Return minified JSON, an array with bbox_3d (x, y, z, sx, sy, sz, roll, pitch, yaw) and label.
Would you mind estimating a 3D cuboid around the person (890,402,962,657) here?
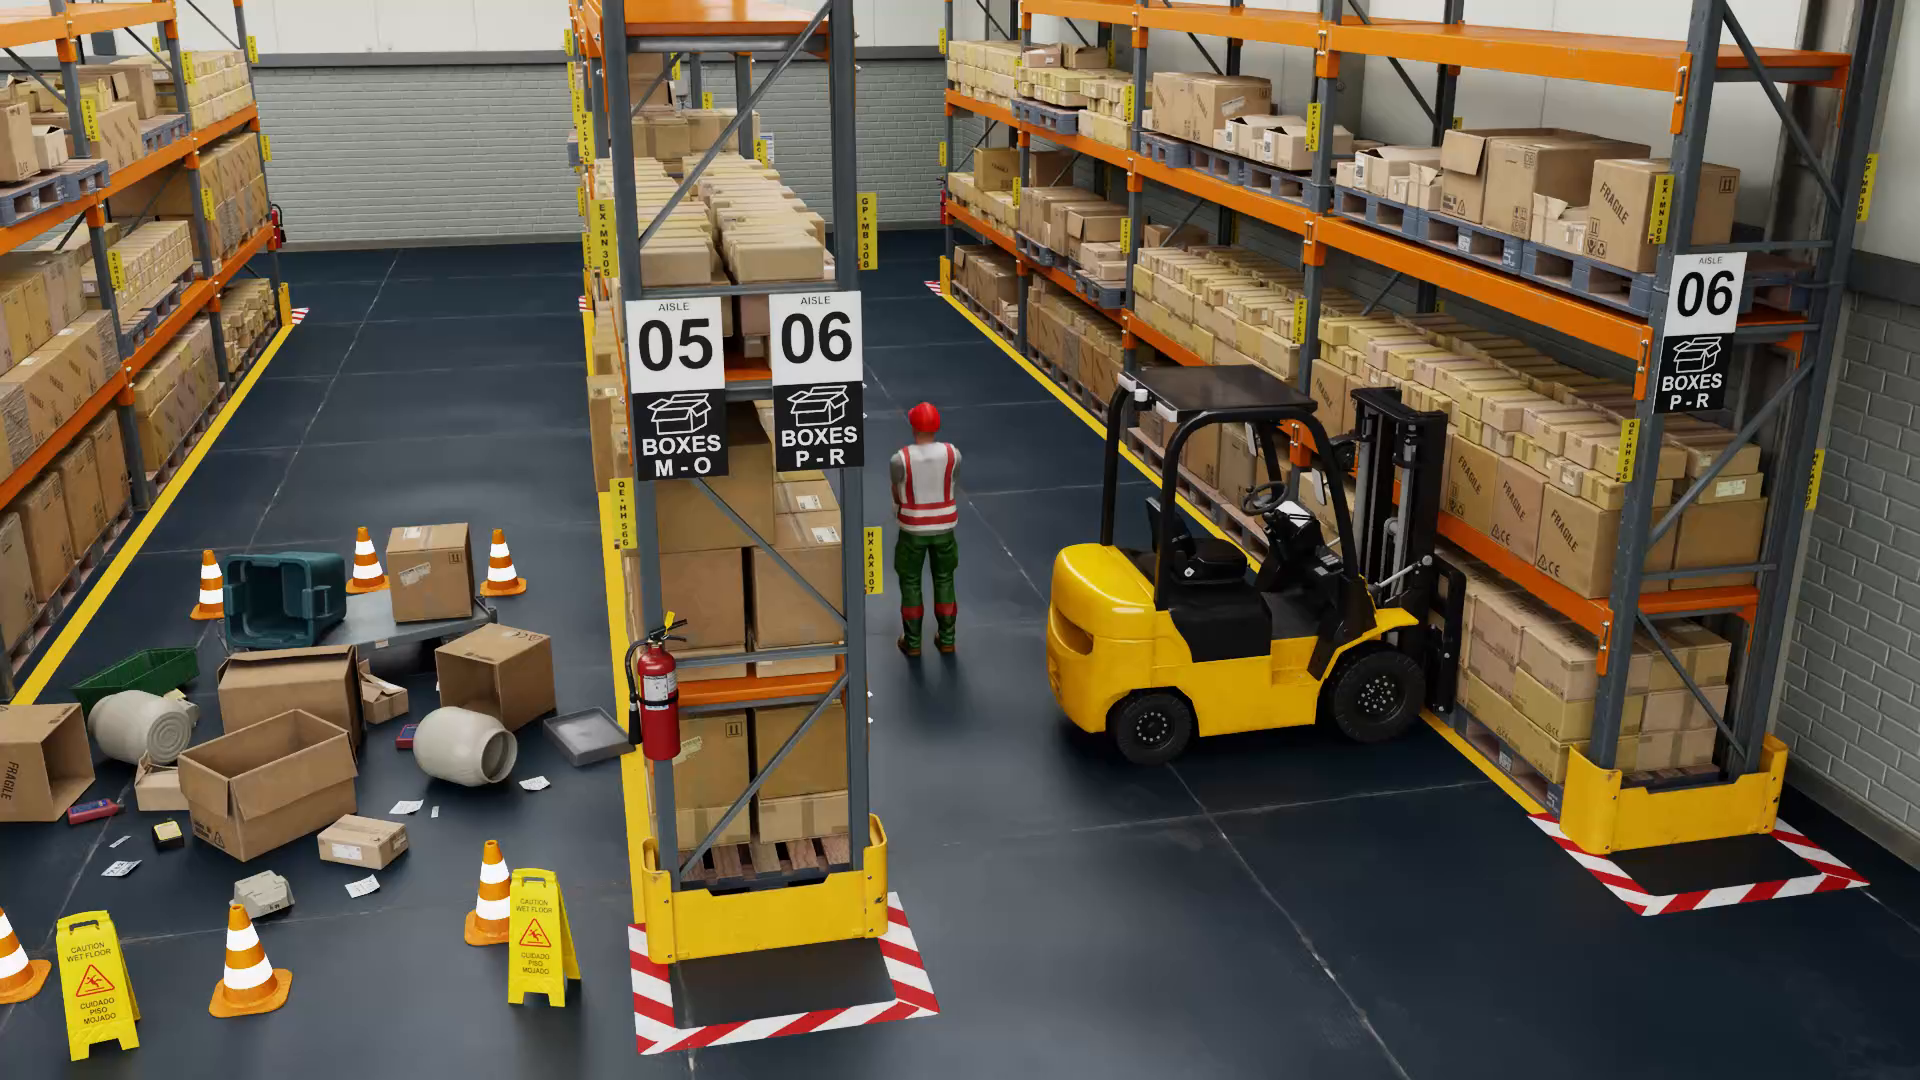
[{"bbox_3d":[-0.260,-0.112,11.358,0.494,1.783,0.567,-5,20,-13],"label":"person"}]
